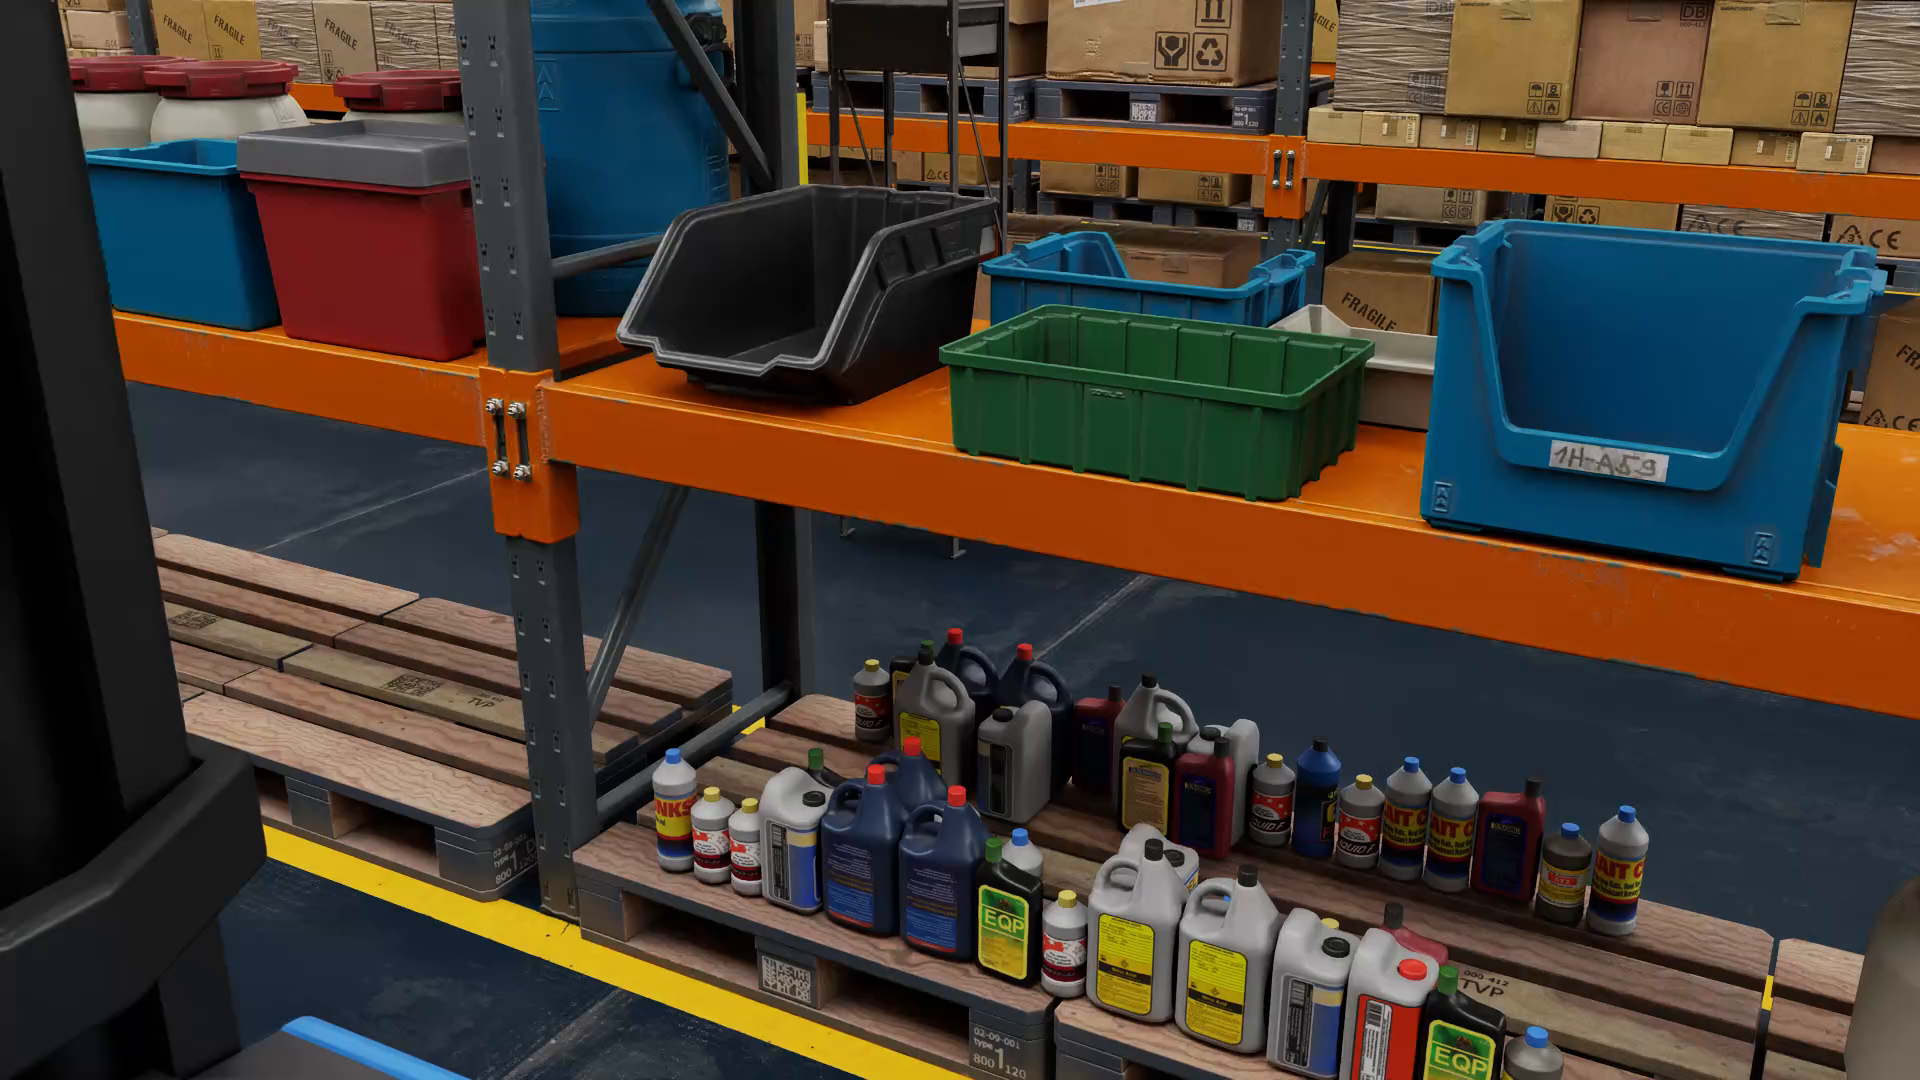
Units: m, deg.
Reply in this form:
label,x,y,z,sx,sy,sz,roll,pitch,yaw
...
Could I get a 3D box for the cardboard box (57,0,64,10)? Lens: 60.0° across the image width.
label,x,y,z,sx,sy,sz,roll,pitch,yaw
cardboard box,-6.230,-3.976,11.612,0.500,0.500,0.500,11,23,28

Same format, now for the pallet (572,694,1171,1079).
label,x,y,z,sx,sy,sz,roll,pitch,yaw
pallet,-0.128,0.767,3.941,1.213,0.211,1.003,11,23,27

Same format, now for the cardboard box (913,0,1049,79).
label,x,y,z,sx,sy,sz,roll,pitch,yaw
cardboard box,0.163,-2.649,8.503,0.637,0.503,0.797,13,24,33

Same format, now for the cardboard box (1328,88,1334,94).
label,x,y,z,sx,sy,sz,roll,pitch,yaw
cardboard box,5.006,-6.265,22.287,0.500,0.500,0.500,12,23,29

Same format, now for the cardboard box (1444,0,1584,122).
label,x,y,z,sx,sy,sz,roll,pitch,yaw
cardboard box,2.503,-2.143,7.290,0.500,0.500,0.875,11,23,27

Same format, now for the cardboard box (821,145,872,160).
label,x,y,z,sx,sy,sz,roll,pitch,yaw
cardboard box,-0.887,-3.492,14.643,0.500,0.500,0.500,10,22,25

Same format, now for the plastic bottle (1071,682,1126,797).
label,x,y,z,sx,sy,sz,roll,pitch,yaw
plastic bottle,0.339,0.470,4.009,0.133,0.283,0.061,13,23,31

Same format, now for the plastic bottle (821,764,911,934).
label,x,y,z,sx,sy,sz,roll,pitch,yaw
plastic bottle,-0.192,0.628,3.474,0.185,0.351,0.144,11,23,29

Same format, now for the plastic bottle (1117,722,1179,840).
label,x,y,z,sx,sy,sz,roll,pitch,yaw
plastic bottle,0.431,0.544,3.805,0.133,0.283,0.061,11,23,27

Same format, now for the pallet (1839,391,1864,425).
label,x,y,z,sx,sy,sz,roll,pitch,yaw
pallet,3.394,-0.528,7.511,1.213,0.211,1.003,11,23,27

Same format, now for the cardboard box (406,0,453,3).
label,x,y,z,sx,sy,sz,roll,pitch,yaw
cardboard box,-2.969,-3.562,10.168,0.637,0.503,0.797,11,23,29

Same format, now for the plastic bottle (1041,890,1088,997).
label,x,y,z,sx,sy,sz,roll,pitch,yaw
plastic bottle,0.209,0.784,3.264,0.097,0.201,0.097,0,20,0

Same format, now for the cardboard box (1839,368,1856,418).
label,x,y,z,sx,sy,sz,roll,pitch,yaw
cardboard box,3.601,-0.807,7.242,0.500,0.500,0.500,13,24,32

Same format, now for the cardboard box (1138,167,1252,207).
label,x,y,z,sx,sy,sz,roll,pitch,yaw
cardboard box,1.989,-3.135,13.292,0.750,0.750,1.050,11,23,28

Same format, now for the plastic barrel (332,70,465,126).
label,x,y,z,sx,sy,sz,roll,pitch,yaw
plastic barrel,-1.422,-0.956,4.403,0.433,0.535,0.433,0,20,0

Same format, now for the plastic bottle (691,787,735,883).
label,x,y,z,sx,sy,sz,roll,pitch,yaw
plastic bottle,-0.541,0.641,3.658,0.097,0.201,0.097,0,20,0

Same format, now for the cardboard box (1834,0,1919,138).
label,x,y,z,sx,sy,sz,roll,pitch,yaw
cardboard box,3.836,-1.907,6.641,0.500,0.500,0.875,11,23,27

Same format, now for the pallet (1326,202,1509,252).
label,x,y,z,sx,sy,sz,roll,pitch,yaw
pallet,3.518,-2.397,12.665,1.213,0.211,1.003,11,23,27

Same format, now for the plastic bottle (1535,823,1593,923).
label,x,y,z,sx,sy,sz,roll,pitch,yaw
plastic bottle,1.277,0.694,3.511,0.097,0.201,0.097,0,20,0

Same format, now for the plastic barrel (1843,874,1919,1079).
label,x,y,z,sx,sy,sz,roll,pitch,yaw
plastic barrel,1.749,0.799,2.796,0.421,0.512,0.421,0,20,0

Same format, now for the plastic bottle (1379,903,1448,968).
label,x,y,z,sx,sy,sz,roll,pitch,yaw
plastic bottle,0.826,0.810,3.070,0.133,0.283,0.061,11,23,27

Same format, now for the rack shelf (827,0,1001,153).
label,x,y,z,sx,sy,sz,roll,pitch,yaw
rack shelf,-0.144,-1.660,5.849,0.480,0.518,0.431,11,23,27

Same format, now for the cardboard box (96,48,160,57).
label,x,y,z,sx,sy,sz,roll,pitch,yaw
cardboard box,-5.689,-3.308,11.454,0.250,0.149,0.380,11,23,28

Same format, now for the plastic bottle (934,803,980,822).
label,x,y,z,sx,sy,sz,roll,pitch,yaw
plastic bottle,-0.006,0.654,3.520,0.097,0.271,0.097,0,20,0

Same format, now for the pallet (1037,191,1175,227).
label,x,y,z,sx,sy,sz,roll,pitch,yaw
pallet,1.388,-2.803,13.783,1.213,0.211,1.003,11,23,27

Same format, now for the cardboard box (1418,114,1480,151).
label,x,y,z,sx,sy,sz,roll,pitch,yaw
cardboard box,2.206,-1.820,7.353,0.250,0.149,0.380,11,23,27

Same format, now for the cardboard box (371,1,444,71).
label,x,y,z,sx,sy,sz,roll,pitch,yaw
cardboard box,-3.210,-3.033,10.181,0.500,0.500,0.500,10,22,26

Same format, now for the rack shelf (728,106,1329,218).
label,x,y,z,sx,sy,sz,roll,pitch,yaw
rack shelf,-0.025,-2.137,8.912,4.000,0.370,1.077,11,23,27

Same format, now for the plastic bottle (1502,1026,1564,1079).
label,x,y,z,sx,sy,sz,roll,pitch,yaw
plastic bottle,0.981,0.931,2.859,0.097,0.201,0.097,0,20,0

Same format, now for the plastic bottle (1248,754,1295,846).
label,x,y,z,sx,sy,sz,roll,pitch,yaw
plastic bottle,0.715,0.587,3.806,0.097,0.201,0.097,0,20,0

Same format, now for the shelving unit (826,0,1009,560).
label,x,y,z,sx,sy,sz,roll,pitch,yaw
shelving unit,-0.145,-1.015,6.083,0.503,2.100,0.431,11,23,27

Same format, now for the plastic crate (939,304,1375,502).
label,x,y,z,sx,sy,sz,roll,pitch,yaw
plastic crate,0.353,-0.259,2.990,0.662,0.188,0.450,11,23,27

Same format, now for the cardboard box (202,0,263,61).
label,x,y,z,sx,sy,sz,roll,pitch,yaw
cardboard box,-4.544,-3.286,10.878,0.500,0.500,0.500,11,23,27

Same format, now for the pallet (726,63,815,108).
label,x,y,z,sx,sy,sz,roll,pitch,yaw
pallet,-1.097,-2.631,9.500,1.003,0.211,1.213,11,23,27

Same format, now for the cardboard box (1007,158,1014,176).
label,x,y,z,sx,sy,sz,roll,pitch,yaw
cardboard box,0.243,-3.483,14.619,0.500,0.500,0.500,10,22,25

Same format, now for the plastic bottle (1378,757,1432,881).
label,x,y,z,sx,sy,sz,roll,pitch,yaw
plastic bottle,0.981,0.605,3.654,0.097,0.271,0.097,0,20,0

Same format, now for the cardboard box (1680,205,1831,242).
label,x,y,z,sx,sy,sz,roll,pitch,yaw
cardboard box,5.532,-2.527,11.432,0.875,0.875,0.875,11,23,28

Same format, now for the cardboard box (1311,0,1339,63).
label,x,y,z,sx,sy,sz,roll,pitch,yaw
cardboard box,2.760,-3.825,12.363,0.500,0.500,0.500,11,23,28

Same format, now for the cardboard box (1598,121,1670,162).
label,x,y,z,sx,sy,sz,roll,pitch,yaw
cardboard box,2.866,-1.699,7.017,0.250,0.149,0.380,11,23,27

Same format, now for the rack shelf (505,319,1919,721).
label,x,y,z,sx,sy,sz,roll,pitch,yaw
rack shelf,1.052,0.003,3.014,4.000,0.370,1.077,11,23,27

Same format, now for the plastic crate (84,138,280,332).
label,x,y,z,sx,sy,sz,roll,pitch,yaw
plastic crate,-1.809,-0.751,4.061,0.575,0.384,0.392,11,23,27

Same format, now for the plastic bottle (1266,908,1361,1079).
label,x,y,z,sx,sy,sz,roll,pitch,yaw
plastic bottle,0.653,0.823,3.047,0.135,0.276,0.152,10,22,26

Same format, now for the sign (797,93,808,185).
label,x,y,z,sx,sy,sz,roll,pitch,yaw
sign,-0.416,-0.960,4.207,0.005,0.325,0.100,11,23,27

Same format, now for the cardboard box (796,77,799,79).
label,x,y,z,sx,sy,sz,roll,pitch,yaw
cardboard box,-1.540,-4.170,15.411,0.500,0.250,0.500,12,23,30

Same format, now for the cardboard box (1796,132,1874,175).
label,x,y,z,sx,sy,sz,roll,pitch,yaw
cardboard box,3.503,-1.563,6.645,0.250,0.149,0.380,11,23,27

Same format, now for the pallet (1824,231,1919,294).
label,x,y,z,sx,sy,sz,roll,pitch,yaw
pallet,5.923,-1.939,11.401,1.213,0.211,1.003,11,23,27

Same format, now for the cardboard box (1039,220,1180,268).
label,x,y,z,sx,sy,sz,roll,pitch,yaw
cardboard box,0.789,-1.368,8.757,0.500,0.500,0.700,11,22,27

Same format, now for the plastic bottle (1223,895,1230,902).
label,x,y,z,sx,sy,sz,roll,pitch,yaw
plastic bottle,0.527,0.788,3.252,0.097,0.201,0.097,0,20,0

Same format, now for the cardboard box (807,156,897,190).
label,x,y,z,sx,sy,sz,roll,pitch,yaw
cardboard box,-0.703,-2.004,9.413,0.500,0.250,0.500,14,24,33

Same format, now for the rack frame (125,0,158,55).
label,x,y,z,sx,sy,sz,roll,pitch,yaw
rack frame,-5.263,-3.473,11.540,0.127,3.000,1.000,11,23,27

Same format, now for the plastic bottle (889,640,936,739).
label,x,y,z,sx,sy,sz,roll,pitch,yaw
plastic bottle,-0.113,0.384,4.246,0.133,0.283,0.061,12,23,30

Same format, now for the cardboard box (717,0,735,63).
label,x,y,z,sx,sy,sz,roll,pitch,yaw
cardboard box,-1.280,-2.974,9.403,0.500,0.500,0.500,8,21,21
